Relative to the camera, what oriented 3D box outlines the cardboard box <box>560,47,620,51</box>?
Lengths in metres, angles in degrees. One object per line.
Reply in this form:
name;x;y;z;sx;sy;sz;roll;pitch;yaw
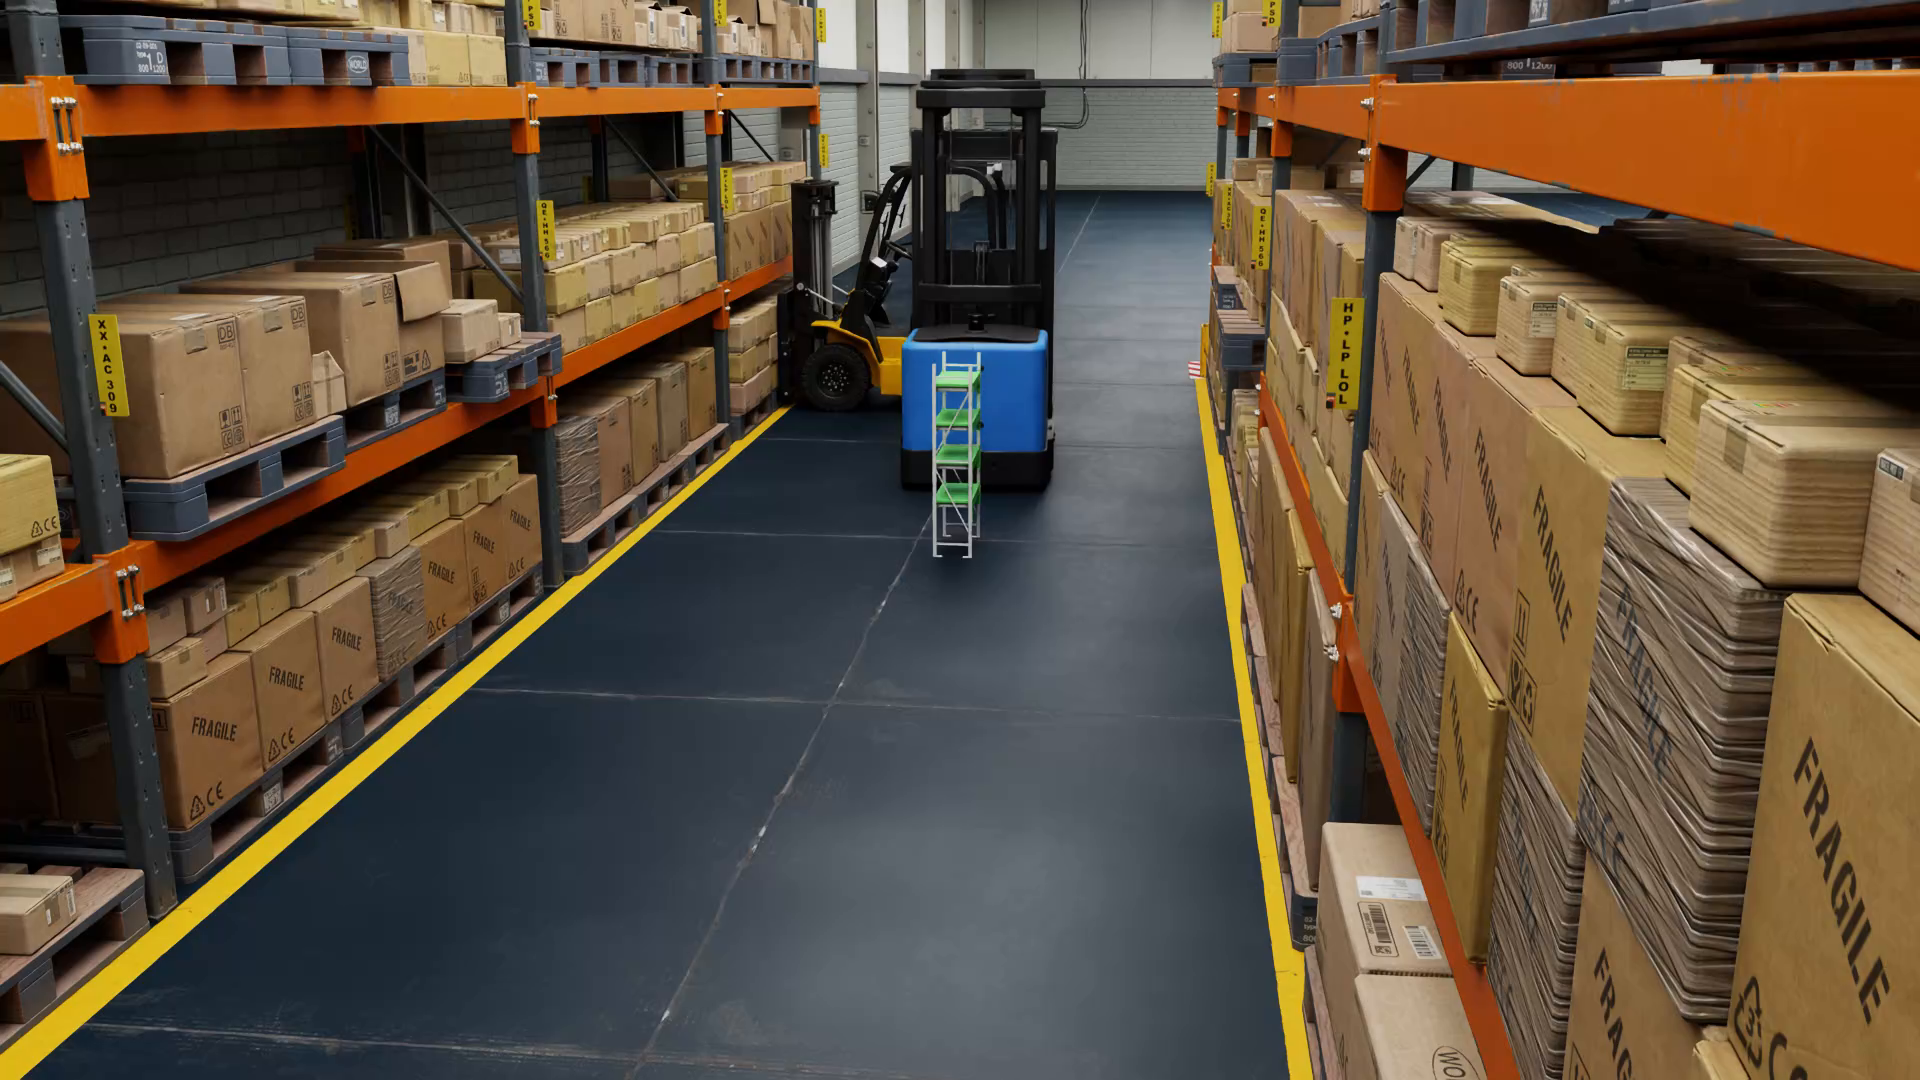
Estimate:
cardboard box;-2.653;-3.592;11.937;0.380;0.149;0.250;2;15;6

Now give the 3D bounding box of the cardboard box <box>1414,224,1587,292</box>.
cardboard box;1.361;-0.711;4.195;0.380;0.149;0.250;2;15;7

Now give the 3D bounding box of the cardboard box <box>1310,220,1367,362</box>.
cardboard box;1.596;-0.928;6.239;0.500;0.500;0.500;2;15;8

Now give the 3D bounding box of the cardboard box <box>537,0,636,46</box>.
cardboard box;-2.375;-3.383;10.491;0.500;0.500;0.500;2;15;8

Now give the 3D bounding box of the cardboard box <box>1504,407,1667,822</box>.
cardboard box;1.123;0.102;2.432;0.500;0.500;0.500;2;15;6

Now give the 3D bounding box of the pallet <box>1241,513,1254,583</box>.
pallet;2.208;0.098;9.896;1.003;0.211;1.213;2;15;6

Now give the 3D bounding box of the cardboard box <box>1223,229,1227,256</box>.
cardboard box;2.479;-2.666;14.013;0.500;0.500;0.500;2;15;8

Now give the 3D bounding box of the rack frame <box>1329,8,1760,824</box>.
rack frame;1.667;-0.008;4.945;1.000;3.000;0.127;2;15;6

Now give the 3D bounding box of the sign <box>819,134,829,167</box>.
sign;-1.373;-3.919;16.738;0.100;0.325;0.005;2;15;6

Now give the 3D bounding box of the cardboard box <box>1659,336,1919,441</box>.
cardboard box;1.177;-0.180;2.230;0.380;0.149;0.250;2;15;6

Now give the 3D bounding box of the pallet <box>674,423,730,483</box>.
pallet;-2.407;-0.690;12.809;1.003;0.211;1.213;2;15;6

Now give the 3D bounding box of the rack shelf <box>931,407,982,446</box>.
rack shelf;-0.019;-0.706;10.301;0.258;0.148;0.480;2;15;6

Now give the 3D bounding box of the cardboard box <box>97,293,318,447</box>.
cardboard box;-2.930;-0.658;6.351;0.700;0.500;0.500;2;15;7

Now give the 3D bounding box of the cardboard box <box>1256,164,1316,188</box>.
cardboard box;2.145;-2.394;10.962;0.380;0.149;0.250;3;15;9

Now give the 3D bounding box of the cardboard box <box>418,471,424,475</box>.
cardboard box;-3.140;-0.086;9.217;0.500;0.500;0.500;2;15;8

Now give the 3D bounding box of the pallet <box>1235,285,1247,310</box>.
pallet;2.302;-1.468;10.710;1.003;0.211;1.213;2;15;6

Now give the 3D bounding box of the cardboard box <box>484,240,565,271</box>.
cardboard box;-2.485;-1.626;9.495;0.380;0.149;0.250;2;15;8

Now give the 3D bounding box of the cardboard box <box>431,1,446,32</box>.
cardboard box;-2.718;-2.526;8.033;0.380;0.149;0.250;2;15;8

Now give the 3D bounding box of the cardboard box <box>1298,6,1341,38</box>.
cardboard box;2.236;-2.787;9.286;0.700;0.500;0.500;2;15;6

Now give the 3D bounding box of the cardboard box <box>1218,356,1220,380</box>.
cardboard box;2.426;-1.614;13.910;0.500;0.500;0.500;2;15;7

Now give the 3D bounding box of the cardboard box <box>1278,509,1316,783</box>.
cardboard box;1.752;0.417;6.639;0.875;0.875;0.875;2;15;8

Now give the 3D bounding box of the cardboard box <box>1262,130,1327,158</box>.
cardboard box;2.967;-3.264;14.311;0.700;0.500;0.500;2;15;6

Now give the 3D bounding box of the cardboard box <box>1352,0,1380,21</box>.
cardboard box;1.558;-1.851;5.379;0.500;0.311;0.500;2;15;6

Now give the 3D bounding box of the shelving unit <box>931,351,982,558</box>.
shelving unit;-0.019;-0.536;10.347;0.258;1.200;0.503;2;15;6

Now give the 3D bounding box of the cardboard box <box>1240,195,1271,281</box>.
cardboard box;1.997;-1.832;10.123;0.500;0.500;0.500;1;15;2

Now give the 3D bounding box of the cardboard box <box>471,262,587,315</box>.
cardboard box;-2.496;-1.467;9.670;0.500;0.250;0.500;2;15;6

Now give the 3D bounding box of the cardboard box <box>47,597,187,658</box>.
cardboard box;-3.020;0.307;5.952;0.380;0.149;0.250;1;15;5

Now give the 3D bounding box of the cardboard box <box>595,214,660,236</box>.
cardboard box;-2.295;-2.162;11.477;0.380;0.149;0.250;2;15;7

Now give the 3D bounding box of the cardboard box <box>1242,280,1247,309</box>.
cardboard box;1.918;-1.494;10.118;0.380;0.149;0.250;2;15;7

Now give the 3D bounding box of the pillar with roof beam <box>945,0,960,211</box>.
pillar with roof beam;4.101;-12.105;38.191;9.100;9.000;0.400;2;15;6

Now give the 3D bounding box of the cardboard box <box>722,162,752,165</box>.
cardboard box;-2.253;-3.623;16.309;0.380;0.149;0.250;2;15;8

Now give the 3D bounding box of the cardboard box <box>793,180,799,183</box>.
cardboard box;-1.761;-3.396;16.041;0.380;0.149;0.250;2;15;7

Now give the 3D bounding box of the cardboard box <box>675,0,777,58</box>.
cardboard box;-2.038;-4.479;14.540;0.797;0.503;0.637;2;15;8

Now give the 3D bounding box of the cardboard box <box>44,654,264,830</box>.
cardboard box;-2.987;0.732;6.194;0.500;0.500;0.500;2;15;9

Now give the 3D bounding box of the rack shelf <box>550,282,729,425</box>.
rack shelf;-2.588;-1.362;11.331;1.077;0.370;4.000;2;15;6

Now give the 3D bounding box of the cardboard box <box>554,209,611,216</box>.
cardboard box;-2.735;-2.305;12.006;0.380;0.149;0.250;2;15;6

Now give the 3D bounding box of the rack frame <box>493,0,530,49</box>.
rack frame;-2.814;-4.087;8.536;1.000;3.000;0.127;2;15;6

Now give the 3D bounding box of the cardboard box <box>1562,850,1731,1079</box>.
cardboard box;1.079;0.718;2.067;0.500;0.500;0.500;1;15;5

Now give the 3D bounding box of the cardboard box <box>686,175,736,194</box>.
cardboard box;-2.072;-2.944;13.799;0.380;0.149;0.250;1;15;5

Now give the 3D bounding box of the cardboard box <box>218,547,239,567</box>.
cardboard box;-3.406;0.097;7.300;0.380;0.149;0.250;2;15;7

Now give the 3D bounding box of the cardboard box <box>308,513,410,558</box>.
cardboard box;-2.795;-0.021;7.736;0.380;0.149;0.250;1;15;4

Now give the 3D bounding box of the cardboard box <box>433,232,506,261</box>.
cardboard box;-2.970;-1.779;10.060;0.380;0.149;0.250;2;15;6

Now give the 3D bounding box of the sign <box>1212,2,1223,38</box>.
sign;2.482;-5.006;16.009;0.100;0.325;0.005;2;15;6

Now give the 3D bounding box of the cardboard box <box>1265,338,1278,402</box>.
cardboard box;1.814;-0.854;8.360;0.500;0.250;0.500;1;15;5

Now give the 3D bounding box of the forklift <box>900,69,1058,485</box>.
forklift;0.196;-2.135;12.944;1.130;2.935;3.031;1;15;4

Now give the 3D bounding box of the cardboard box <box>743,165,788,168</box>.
cardboard box;-1.843;-3.476;15.765;0.380;0.149;0.250;2;15;7

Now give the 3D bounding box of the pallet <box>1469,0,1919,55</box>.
pallet;1.425;-0.886;2.615;1.003;0.211;1.213;2;15;6

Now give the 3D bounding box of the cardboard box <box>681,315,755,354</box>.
cardboard box;-1.996;-1.702;13.759;0.500;0.250;0.500;1;15;5

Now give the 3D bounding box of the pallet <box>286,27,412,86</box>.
pallet;-3.008;-1.947;6.729;1.213;0.211;1.003;2;15;6

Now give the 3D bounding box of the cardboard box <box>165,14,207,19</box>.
cardboard box;-3.243;-2.151;6.610;0.380;0.149;0.250;2;15;7

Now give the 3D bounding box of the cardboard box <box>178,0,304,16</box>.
cardboard box;-2.723;-2.062;6.279;0.380;0.149;0.250;2;15;6

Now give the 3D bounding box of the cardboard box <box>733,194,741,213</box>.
cardboard box;-2.036;-2.800;13.837;0.380;0.149;0.250;2;15;6

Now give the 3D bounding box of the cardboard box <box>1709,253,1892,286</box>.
cardboard box;1.770;-0.501;3.419;0.380;0.149;0.250;2;15;6

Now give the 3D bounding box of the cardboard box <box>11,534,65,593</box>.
cardboard box;-3.050;0.058;5.182;0.380;0.149;0.250;2;15;7

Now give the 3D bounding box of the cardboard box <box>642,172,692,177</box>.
cardboard box;-2.525;-3.091;14.343;0.380;0.149;0.250;1;15;5

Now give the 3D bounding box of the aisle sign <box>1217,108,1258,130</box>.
aisle sign;2.721;-4.401;16.209;0.394;0.787;0.004;2;15;6

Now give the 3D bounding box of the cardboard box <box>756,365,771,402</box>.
cardboard box;-1.937;-1.351;14.377;0.500;0.250;0.500;1;15;5

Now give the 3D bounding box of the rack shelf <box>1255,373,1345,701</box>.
rack shelf;1.893;-0.180;6.958;1.077;0.370;4.000;2;15;6
